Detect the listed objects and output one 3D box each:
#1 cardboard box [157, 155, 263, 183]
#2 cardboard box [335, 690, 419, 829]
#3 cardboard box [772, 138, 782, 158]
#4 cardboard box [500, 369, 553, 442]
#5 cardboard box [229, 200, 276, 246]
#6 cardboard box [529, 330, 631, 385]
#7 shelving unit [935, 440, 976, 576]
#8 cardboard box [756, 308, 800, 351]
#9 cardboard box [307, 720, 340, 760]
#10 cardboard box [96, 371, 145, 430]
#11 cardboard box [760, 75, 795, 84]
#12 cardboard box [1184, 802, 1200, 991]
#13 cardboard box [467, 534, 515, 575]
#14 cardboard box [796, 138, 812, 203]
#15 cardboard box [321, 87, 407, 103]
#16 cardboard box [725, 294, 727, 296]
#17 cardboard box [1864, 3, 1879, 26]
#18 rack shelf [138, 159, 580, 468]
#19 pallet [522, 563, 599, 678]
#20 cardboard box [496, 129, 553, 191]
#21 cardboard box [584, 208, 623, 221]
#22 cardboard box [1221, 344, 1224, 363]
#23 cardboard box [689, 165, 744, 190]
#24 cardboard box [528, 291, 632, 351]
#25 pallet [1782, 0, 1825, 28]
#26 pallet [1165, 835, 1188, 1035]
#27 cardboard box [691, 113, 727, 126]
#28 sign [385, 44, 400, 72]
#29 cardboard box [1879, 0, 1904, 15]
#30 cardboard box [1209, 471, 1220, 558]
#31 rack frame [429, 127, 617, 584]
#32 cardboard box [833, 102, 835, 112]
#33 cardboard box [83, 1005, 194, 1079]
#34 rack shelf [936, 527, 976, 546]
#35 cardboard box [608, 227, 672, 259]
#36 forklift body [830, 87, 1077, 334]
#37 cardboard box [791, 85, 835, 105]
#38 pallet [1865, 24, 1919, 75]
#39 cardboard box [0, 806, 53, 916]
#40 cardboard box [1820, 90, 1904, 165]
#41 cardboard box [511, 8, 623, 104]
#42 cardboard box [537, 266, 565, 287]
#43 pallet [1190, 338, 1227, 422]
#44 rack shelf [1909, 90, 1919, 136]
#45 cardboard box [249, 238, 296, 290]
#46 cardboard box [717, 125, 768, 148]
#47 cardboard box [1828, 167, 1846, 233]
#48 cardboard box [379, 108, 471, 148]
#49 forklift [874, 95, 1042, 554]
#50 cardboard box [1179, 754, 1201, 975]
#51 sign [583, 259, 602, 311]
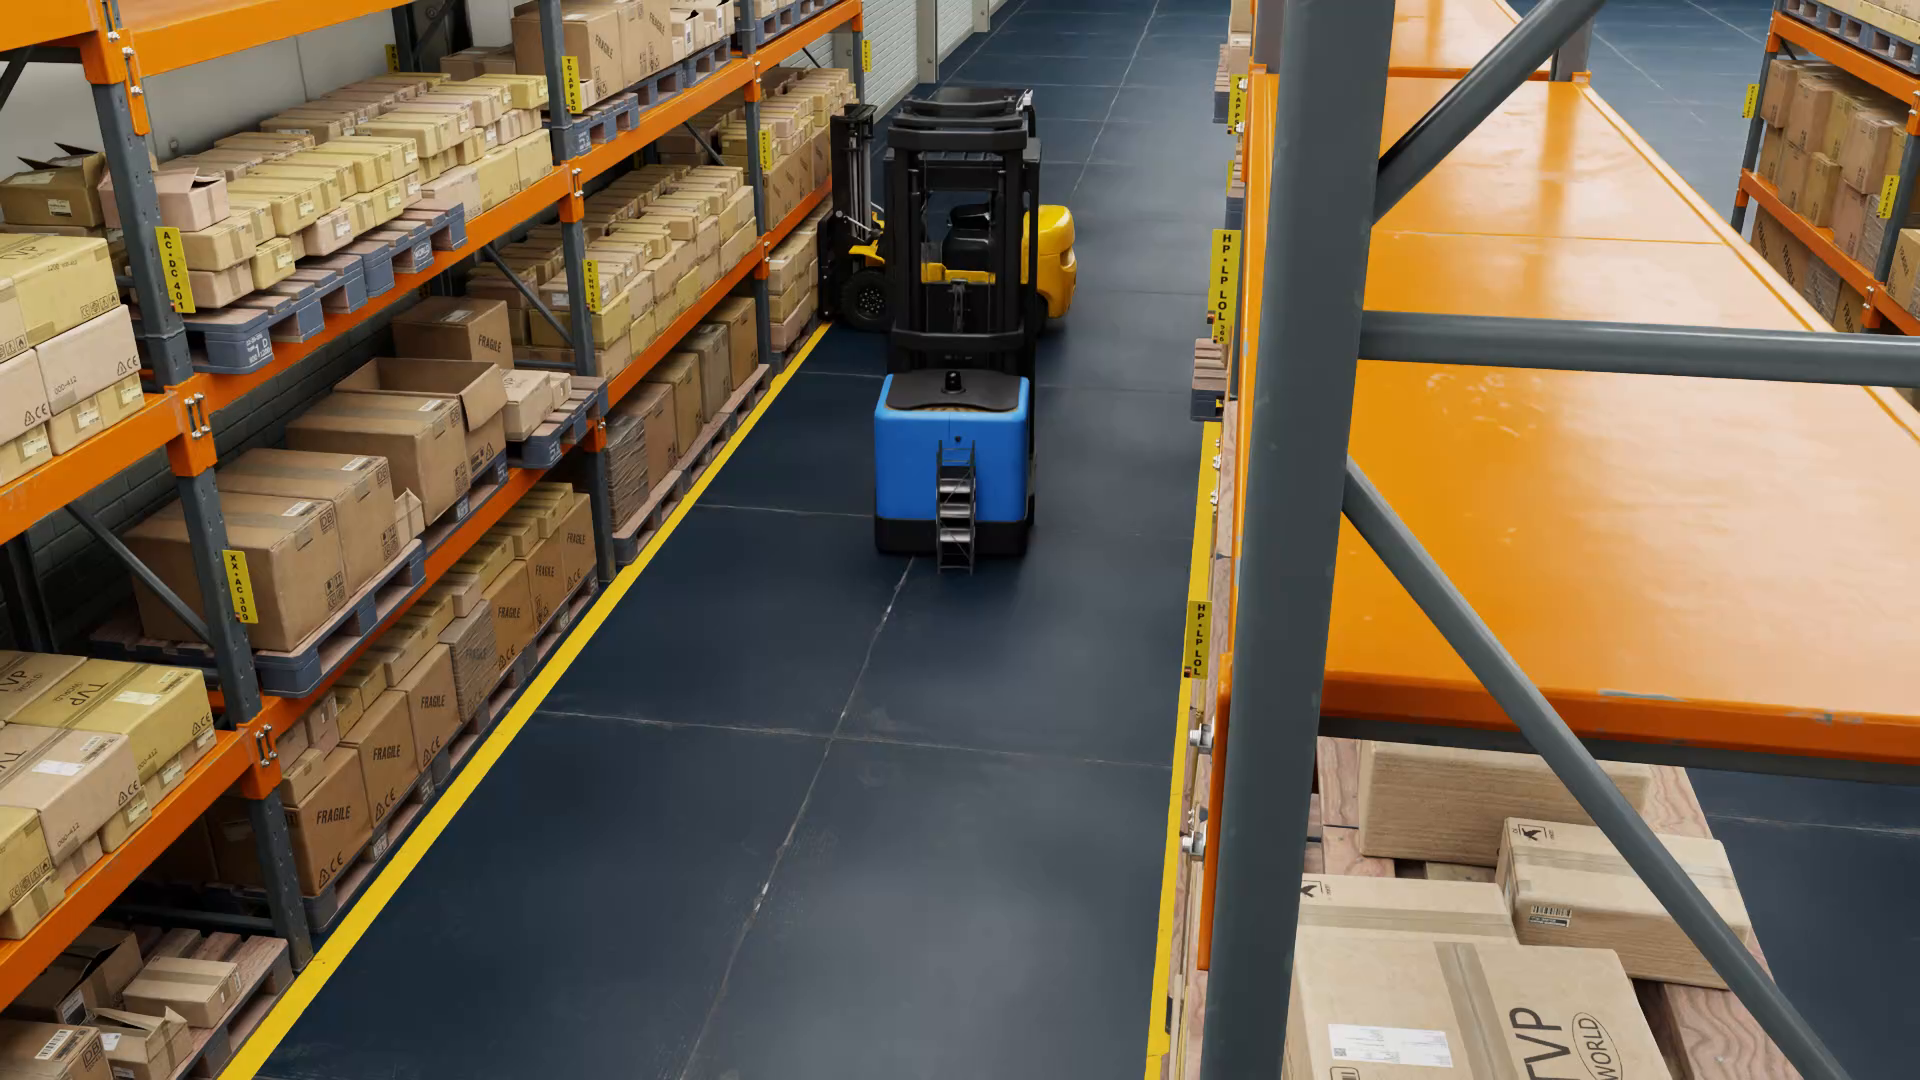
[{"bbox_3d":[-3.368,-1.629,7.487,0.380,0.149,0.250,3,25,7],"label":"cardboard box"},{"bbox_3d":[-3.096,1.082,8.354,0.500,0.500,0.500,4,25,8],"label":"cardboard box"},{"bbox_3d":[-1.799,-3.470,14.741,0.380,0.149,0.250,4,25,8],"label":"cardboard box"},{"bbox_3d":[-2.674,-0.782,9.564,0.500,0.250,0.500,3,25,6],"label":"cardboard box"},{"bbox_3d":[-3.019,-1.276,6.732,0.380,0.149,0.250,4,25,9],"label":"cardboard box"},{"bbox_3d":[-2.507,-1.224,11.003,0.500,0.250,0.500,4,25,9],"label":"cardboard box"},{"bbox_3d":[-0.027,-0.209,11.136,0.258,0.900,0.210,2,25,3],"label":"shelving unit"},{"bbox_3d":[-1.761,-1.920,15.063,0.500,0.250,0.500,4,25,9],"label":"cardboard box"},{"bbox_3d":[-3.184,0.945,7.881,0.380,0.149,0.250,3,25,7],"label":"cardboard box"},{"bbox_3d":[-3.241,-0.524,6.090,0.380,0.149,0.250,4,25,8],"label":"cardboard box"},{"bbox_3d":[-1.884,-4.599,16.802,0.380,0.149,0.250,4,25,10],"label":"cardboard box"},{"bbox_3d":[0.923,1.001,4.777,0.500,0.500,0.500,4,25,10],"label":"cardboard box"},{"bbox_3d":[-2.840,0.080,9.730,0.380,0.149,0.250,5,26,10],"label":"cardboard box"},{"bbox_3d":[-1.686,-3.440,15.443,0.500,0.500,0.500,4,25,8],"label":"cardboard box"},{"bbox_3d":[-3.263,-2.387,9.129,0.380,0.149,0.250,4,25,8],"label":"cardboard box"},{"bbox_3d":[-2.289,-2.185,15.039,0.500,0.250,0.500,3,25,7],"label":"cardboard box"},{"bbox_3d":[7.541,-4.233,13.399,0.380,0.149,0.250,4,25,9],"label":"cardboard box"},{"bbox_3d":[-3.147,-1.319,8.341,1.077,0.370,4.000,4,25,9],"label":"rack shelf"},{"bbox_3d":[-2.980,0.449,10.541,1.003,0.211,1.213,4,25,9],"label":"pallet"},{"bbox_3d":[-2.665,-2.182,9.513,0.500,0.250,0.500,3,25,7],"label":"cardboard box"},{"bbox_3d":[-2.731,-2.369,12.389,0.380,0.149,0.250,4,25,9],"label":"cardboard box"},{"bbox_3d":[1.868,-1.236,10.654,0.380,0.149,0.250,4,25,8],"label":"cardboard box"},{"bbox_3d":[-2.004,-2.977,13.689,0.380,0.149,0.250,5,26,10],"label":"cardboard box"},{"bbox_3d":[-2.482,-1.449,10.894,0.500,0.250,0.500,4,25,8],"label":"cardboard box"},{"bbox_3d":[8.174,-4.833,15.104,1.003,0.211,1.213,4,25,9],"label":"pallet"},{"bbox_3d":[1.475,1.827,7.598,1.003,0.211,1.213,4,25,9],"label":"pallet"},{"bbox_3d":[-2.322,-3.747,14.983,0.380,0.149,0.250,4,25,7],"label":"cardboard box"},{"bbox_3d":[-3.367,-2.794,9.939,0.100,0.325,0.005,4,25,9],"label":"sign"},{"bbox_3d":[7.541,-4.249,12.964,0.500,0.250,0.500,4,25,8],"label":"cardboard box"},{"bbox_3d":[1.476,-0.110,8.033,0.500,0.250,0.500,4,25,9],"label":"cardboard box"},{"bbox_3d":[-2.820,-1.123,10.611,1.000,3.000,0.127,4,25,9],"label":"rack frame"},{"bbox_3d":[-1.460,-4.328,16.574,0.380,0.149,0.250,4,25,8],"label":"cardboard box"},{"bbox_3d":[-3.334,2.000,6.668,0.396,0.266,0.258,5,26,10],"label":"cardboard box"},{"bbox_3d":[-0.027,-0.016,11.226,0.258,0.077,0.200,2,25,3],"label":"rack shelf"},{"bbox_3d":[-2.277,-2.116,11.849,0.380,0.149,0.250,5,25,10],"label":"cardboard box"},{"bbox_3d":[-0.023,-3.165,15.975,2.313,2.155,1.214,4,25,9],"label":"forklift body"},{"bbox_3d":[-1.436,-4.346,16.263,0.380,0.149,0.250,5,25,10],"label":"cardboard box"},{"bbox_3d":[7.775,-3.813,12.924,1.003,0.211,1.213,4,25,9],"label":"pallet"},{"bbox_3d":[-3.479,1.131,5.621,0.500,0.250,0.500,4,25,8],"label":"cardboard box"},{"bbox_3d":[8.003,-3.539,14.321,0.875,0.550,0.500,4,25,9],"label":"cardboard box"},{"bbox_3d":[-2.462,-3.049,10.455,0.500,0.500,0.500,4,25,9],"label":"cardboard box"},{"bbox_3d":[-2.939,-1.703,11.437,0.500,0.250,0.500,4,25,9],"label":"cardboard box"},{"bbox_3d":[2.088,-0.999,10.573,1.213,0.211,1.003,4,25,9],"label":"pallet"},{"bbox_3d":[7.304,-2.349,10.541,1.077,0.370,4.000,4,25,9],"label":"rack shelf"},{"bbox_3d":[-2.956,-1.134,6.779,0.380,0.149,0.250,4,25,9],"label":"cardboard box"},{"bbox_3d":[-1.886,-3.500,14.454,0.380,0.149,0.250,4,25,9],"label":"cardboard box"},{"bbox_3d":[7.951,-2.825,14.071,0.875,0.550,0.550,4,25,9],"label":"cardboard box"},{"bbox_3d":[-2.758,-2.128,8.575,0.380,0.149,0.250,3,25,7],"label":"cardboard box"},{"bbox_3d":[0.025,-1.817,12.176,1.130,2.935,3.031,2,25,3],"label":"forklift"},{"bbox_3d":[1.446,1.399,7.233,0.875,0.875,0.875,5,26,10],"label":"cardboard box"},{"bbox_3d":[-2.284,-1.578,10.311,0.100,0.325,0.005,4,25,9],"label":"sign"}]
